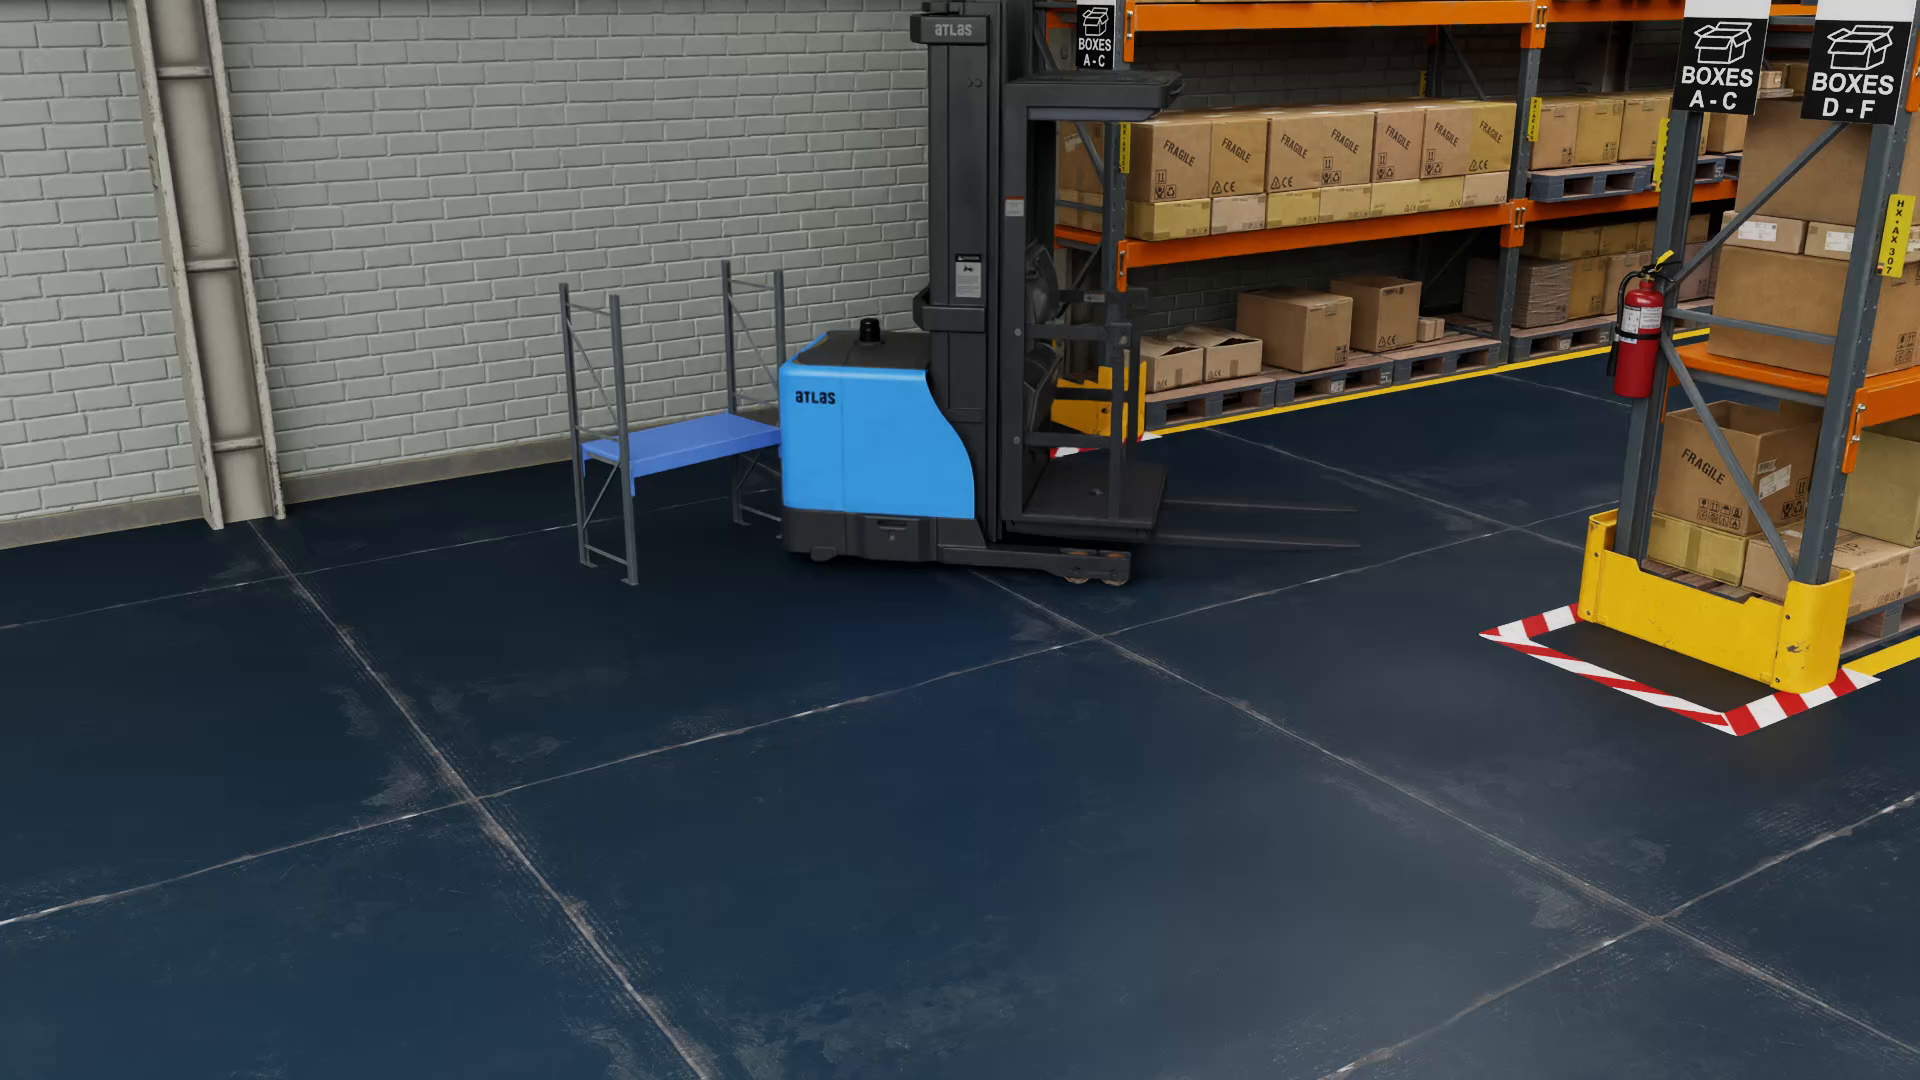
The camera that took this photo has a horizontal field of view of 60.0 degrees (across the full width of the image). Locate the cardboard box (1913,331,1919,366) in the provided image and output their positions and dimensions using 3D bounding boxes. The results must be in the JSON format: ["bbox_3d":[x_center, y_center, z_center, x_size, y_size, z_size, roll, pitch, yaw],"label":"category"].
[{"bbox_3d":[4.317,-1.152,7.813,0.500,0.500,0.700,-11,22,-30],"label":"cardboard box"}]

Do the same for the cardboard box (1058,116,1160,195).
[{"bbox_3d":[1.034,-2.690,11.550,0.500,0.500,0.500,-12,22,-32],"label":"cardboard box"}]

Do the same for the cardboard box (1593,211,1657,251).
[{"bbox_3d":[5.928,-2.729,14.678,0.500,0.250,0.500,-12,22,-32],"label":"cardboard box"}]

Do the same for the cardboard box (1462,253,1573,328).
[{"bbox_3d":[4.703,-2.119,14.046,0.500,0.500,0.700,-11,22,-30],"label":"cardboard box"}]

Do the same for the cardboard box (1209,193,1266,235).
[{"bbox_3d":[1.765,-2.291,11.541,0.500,0.250,0.500,-13,22,-33],"label":"cardboard box"}]

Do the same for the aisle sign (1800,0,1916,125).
[{"bbox_3d":[3.598,-2.070,6.625,0.004,0.787,0.394,-12,22,-31],"label":"aisle sign"}]

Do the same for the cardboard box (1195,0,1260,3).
[{"bbox_3d":[1.642,-3.811,10.964,0.500,0.500,0.500,-10,21,-28],"label":"cardboard box"}]

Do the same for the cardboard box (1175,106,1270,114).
[{"bbox_3d":[1.889,-2.868,12.077,0.500,0.500,0.500,-13,22,-33],"label":"cardboard box"}]

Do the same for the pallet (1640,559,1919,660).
[{"bbox_3d":[4.100,0.243,8.196,1.213,0.211,1.003,-12,22,-31],"label":"pallet"}]

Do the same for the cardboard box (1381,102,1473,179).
[{"bbox_3d":[3.459,-2.999,12.465,0.500,0.500,0.500,-12,22,-32],"label":"cardboard box"}]

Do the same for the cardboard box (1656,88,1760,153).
[{"bbox_3d":[6.599,-3.730,14.752,0.500,0.500,0.700,-14,23,-36],"label":"cardboard box"}]

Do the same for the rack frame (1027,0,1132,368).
[{"bbox_3d":[0.757,-2.256,11.236,0.127,3.000,1.000,-12,22,-31],"label":"rack frame"}]

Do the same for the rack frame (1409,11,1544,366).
[{"bbox_3d":[4.097,-2.961,13.320,0.127,3.000,1.000,-12,22,-31],"label":"rack frame"}]

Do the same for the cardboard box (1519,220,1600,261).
[{"bbox_3d":[5.069,-2.553,14.158,0.500,0.250,0.500,-12,22,-33],"label":"cardboard box"}]

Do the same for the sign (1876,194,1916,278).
[{"bbox_3d":[3.785,-1.230,6.725,0.005,0.325,0.100,-12,22,-31],"label":"sign"}]

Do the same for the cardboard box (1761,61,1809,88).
[{"bbox_3d":[7.674,-4.368,15.658,0.500,0.250,0.500,-11,22,-30],"label":"cardboard box"}]

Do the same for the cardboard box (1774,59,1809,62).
[{"bbox_3d":[8.109,-4.458,15.925,0.500,0.250,0.500,-13,22,-33],"label":"cardboard box"}]

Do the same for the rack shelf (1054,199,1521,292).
[{"bbox_3d":[2.427,-2.268,12.393,4.000,0.370,1.077,-12,22,-31],"label":"rack shelf"}]

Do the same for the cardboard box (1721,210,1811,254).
[{"bbox_3d":[3.699,-1.405,7.548,0.250,0.149,0.380,-12,22,-32],"label":"cardboard box"}]

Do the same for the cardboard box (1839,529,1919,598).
[{"bbox_3d":[4.470,0.048,8.058,0.500,0.250,0.500,-12,22,-31],"label":"cardboard box"}]

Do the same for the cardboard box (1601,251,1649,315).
[{"bbox_3d":[5.555,-2.303,14.589,0.500,0.500,0.700,-12,22,-31],"label":"cardboard box"}]

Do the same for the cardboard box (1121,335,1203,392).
[{"bbox_3d":[1.384,-1.289,11.885,0.500,0.311,0.500,-15,24,-37],"label":"cardboard box"}]

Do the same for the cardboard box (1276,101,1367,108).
[{"bbox_3d":[2.737,-3.051,12.619,0.500,0.500,0.500,-11,22,-30],"label":"cardboard box"}]

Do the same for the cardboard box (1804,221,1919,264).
[{"bbox_3d":[3.930,-1.298,7.233,0.250,0.149,0.380,-12,22,-32],"label":"cardboard box"}]

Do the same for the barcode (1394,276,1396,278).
[{"bbox_3d":[3.514,-2.106,13.507,0.075,0.075,0.001,-12,22,-31],"label":"barcode"}]

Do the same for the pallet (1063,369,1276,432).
[{"bbox_3d":[1.518,-1.083,12.117,1.213,0.211,1.003,-12,22,-31],"label":"pallet"}]

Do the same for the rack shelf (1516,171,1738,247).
[{"bbox_3d":[5.768,-2.973,14.477,4.000,0.370,1.077,-12,22,-31],"label":"rack shelf"}]

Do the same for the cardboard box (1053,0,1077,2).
[{"bbox_3d":[0.966,-3.876,11.154,0.500,0.500,0.500,-10,21,-28],"label":"cardboard box"}]

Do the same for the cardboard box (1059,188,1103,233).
[{"bbox_3d":[1.041,-2.329,11.653,0.500,0.250,0.500,-12,22,-31],"label":"cardboard box"}]

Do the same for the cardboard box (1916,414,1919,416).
[{"bbox_3d":[4.882,-0.399,8.207,0.500,0.500,0.500,-12,22,-31],"label":"cardboard box"}]

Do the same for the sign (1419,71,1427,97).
[{"bbox_3d":[3.789,-3.657,13.572,0.005,0.325,0.100,-12,22,-31],"label":"sign"}]

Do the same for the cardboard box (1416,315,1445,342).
[{"bbox_3d":[3.667,-1.725,13.401,0.250,0.166,0.380,-16,24,-38],"label":"cardboard box"}]

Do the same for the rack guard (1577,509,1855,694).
[{"bbox_3d":[3.464,0.256,7.706,0.348,0.500,1.175,-12,22,-31],"label":"rack guard"}]

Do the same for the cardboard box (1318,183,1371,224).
[{"bbox_3d":[2.617,-2.468,12.064,0.500,0.250,0.500,-12,22,-31],"label":"cardboard box"}]

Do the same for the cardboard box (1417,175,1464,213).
[{"bbox_3d":[3.448,-2.649,12.601,0.500,0.250,0.500,-12,22,-31],"label":"cardboard box"}]

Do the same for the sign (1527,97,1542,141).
[{"bbox_3d":[4.402,-3.227,12.756,0.005,0.325,0.100,-12,22,-31],"label":"sign"}]

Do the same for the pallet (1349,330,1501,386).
[{"bbox_3d":[3.556,-1.512,13.388,1.213,0.211,1.003,-12,22,-31],"label":"pallet"}]

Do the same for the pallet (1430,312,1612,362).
[{"bbox_3d":[4.747,-1.778,14.173,1.213,0.211,1.003,-12,22,-31],"label":"pallet"}]

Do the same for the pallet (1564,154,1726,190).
[{"bbox_3d":[5.807,-3.215,14.371,1.213,0.211,1.003,-12,22,-31],"label":"pallet"}]

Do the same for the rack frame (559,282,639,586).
[{"bbox_3d":[-1.842,-0.534,8.482,0.032,1.500,0.500,-17,25,-42],"label":"rack frame"}]

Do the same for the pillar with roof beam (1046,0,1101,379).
[{"bbox_3d":[3.233,-4.302,7.918,0.400,9.000,9.100,-12,22,-31],"label":"pillar with roof beam"}]

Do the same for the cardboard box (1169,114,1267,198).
[{"bbox_3d":[1.739,-2.638,11.397,0.500,0.500,0.500,-12,22,-31],"label":"cardboard box"}]

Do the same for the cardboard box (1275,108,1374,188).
[{"bbox_3d":[2.599,-2.822,11.940,0.500,0.500,0.500,-11,22,-30],"label":"cardboard box"}]

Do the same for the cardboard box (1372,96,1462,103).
[{"bbox_3d":[3.590,-3.228,13.141,0.500,0.500,0.500,-13,22,-33],"label":"cardboard box"}]

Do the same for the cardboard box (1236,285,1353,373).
[{"bbox_3d":[2.500,-1.595,12.495,0.500,0.500,0.700,-14,23,-35],"label":"cardboard box"}]

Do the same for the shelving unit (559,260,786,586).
[{"bbox_3d":[-1.480,-0.648,8.820,1.048,1.500,0.538,-17,25,-42],"label":"shelving unit"}]

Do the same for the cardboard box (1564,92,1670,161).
[{"bbox_3d":[5.545,-3.518,14.125,0.500,0.500,0.700,-9,21,-24],"label":"cardboard box"}]

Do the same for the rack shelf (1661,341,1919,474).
[{"bbox_3d":[5.155,-0.944,8.476,4.000,0.370,1.077,-12,22,-31],"label":"rack shelf"}]

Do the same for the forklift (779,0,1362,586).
[{"bbox_3d":[0.615,-1.336,8.619,3.031,2.935,1.130,3,19,10],"label":"forklift"}]

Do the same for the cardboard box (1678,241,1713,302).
[{"bbox_3d":[6.371,-2.489,15.141,0.500,0.500,0.700,-12,22,-31],"label":"cardboard box"}]

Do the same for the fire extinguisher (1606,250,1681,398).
[{"bbox_3d":[3.130,-0.999,7.637,0.183,0.674,0.296,-12,22,-31],"label":"fire extinguisher"}]

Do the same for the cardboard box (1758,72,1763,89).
[{"bbox_3d":[6.906,-4.099,14.831,0.250,0.149,0.380,-17,25,-40],"label":"cardboard box"}]

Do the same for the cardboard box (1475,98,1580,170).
[{"bbox_3d":[4.541,-3.297,13.471,0.500,0.500,0.700,-12,22,-31],"label":"cardboard box"}]

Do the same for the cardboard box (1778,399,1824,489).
[{"bbox_3d":[4.596,-0.538,8.619,0.500,0.500,0.500,-12,22,-31],"label":"cardboard box"}]

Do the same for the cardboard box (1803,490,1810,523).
[{"bbox_3d":[4.181,-0.093,8.475,0.500,0.250,0.500,-12,22,-31],"label":"cardboard box"}]
